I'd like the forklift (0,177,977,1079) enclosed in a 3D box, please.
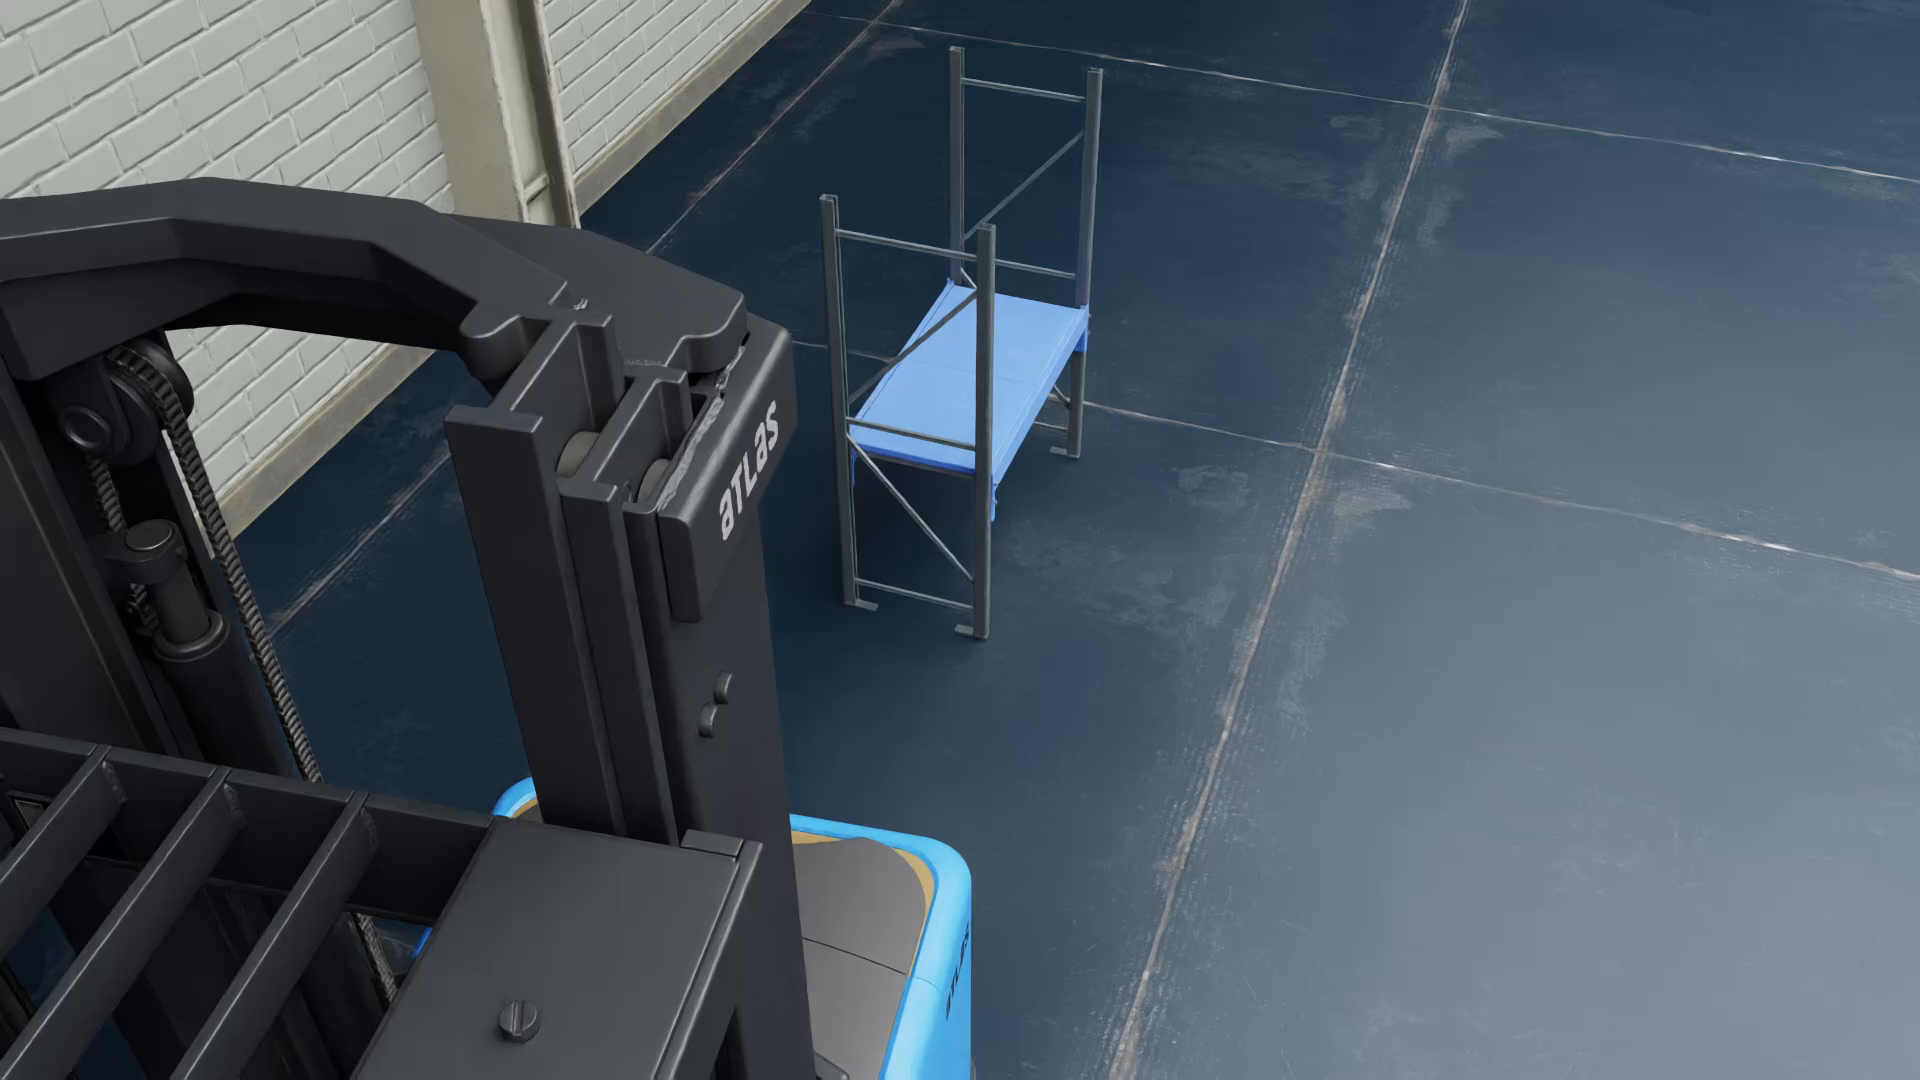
[{"bbox_3d":[-0.780,1.186,2.101,1.130,2.935,3.031,8,41,9],"label":"forklift"}]

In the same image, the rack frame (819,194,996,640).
[{"bbox_3d":[-0.145,-0.313,4.961,0.500,1.500,0.032,13,42,15],"label":"rack frame"}]

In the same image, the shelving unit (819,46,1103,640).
[{"bbox_3d":[0.029,-0.623,5.324,0.538,1.500,1.048,13,42,15],"label":"shelving unit"}]

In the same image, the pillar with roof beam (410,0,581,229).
[{"bbox_3d":[2.251,-3.531,2.955,9.100,9.000,0.400,13,42,15],"label":"pillar with roof beam"}]

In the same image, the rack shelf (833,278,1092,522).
[{"bbox_3d":[0.029,-0.486,5.441,0.538,0.185,1.000,13,42,15],"label":"rack shelf"}]

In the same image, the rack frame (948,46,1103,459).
[{"bbox_3d":[0.203,-0.933,5.688,0.500,1.500,0.032,13,42,15],"label":"rack frame"}]
